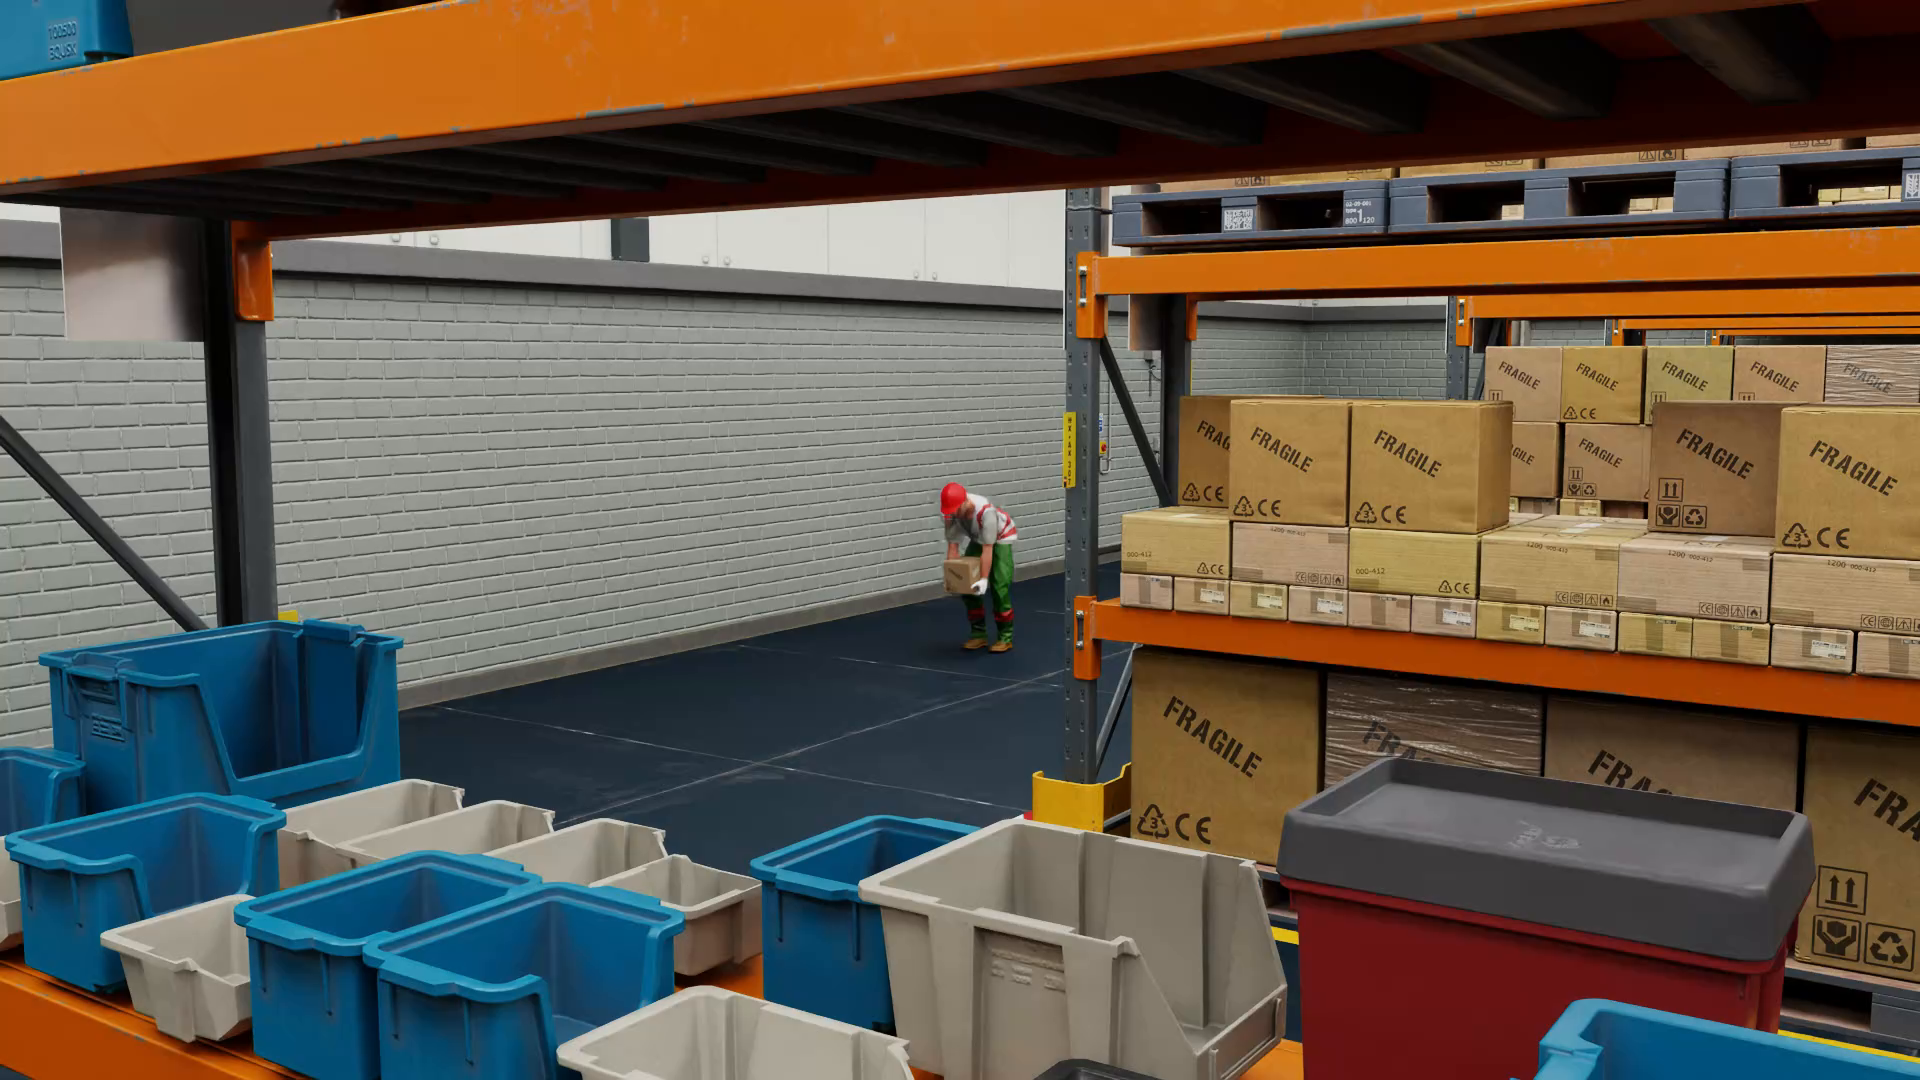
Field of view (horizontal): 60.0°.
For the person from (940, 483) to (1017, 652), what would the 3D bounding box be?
[{"bbox_3d":[0.117,0.219,13.373,0.484,1.402,0.887,4,7,32],"label":"person"}]
